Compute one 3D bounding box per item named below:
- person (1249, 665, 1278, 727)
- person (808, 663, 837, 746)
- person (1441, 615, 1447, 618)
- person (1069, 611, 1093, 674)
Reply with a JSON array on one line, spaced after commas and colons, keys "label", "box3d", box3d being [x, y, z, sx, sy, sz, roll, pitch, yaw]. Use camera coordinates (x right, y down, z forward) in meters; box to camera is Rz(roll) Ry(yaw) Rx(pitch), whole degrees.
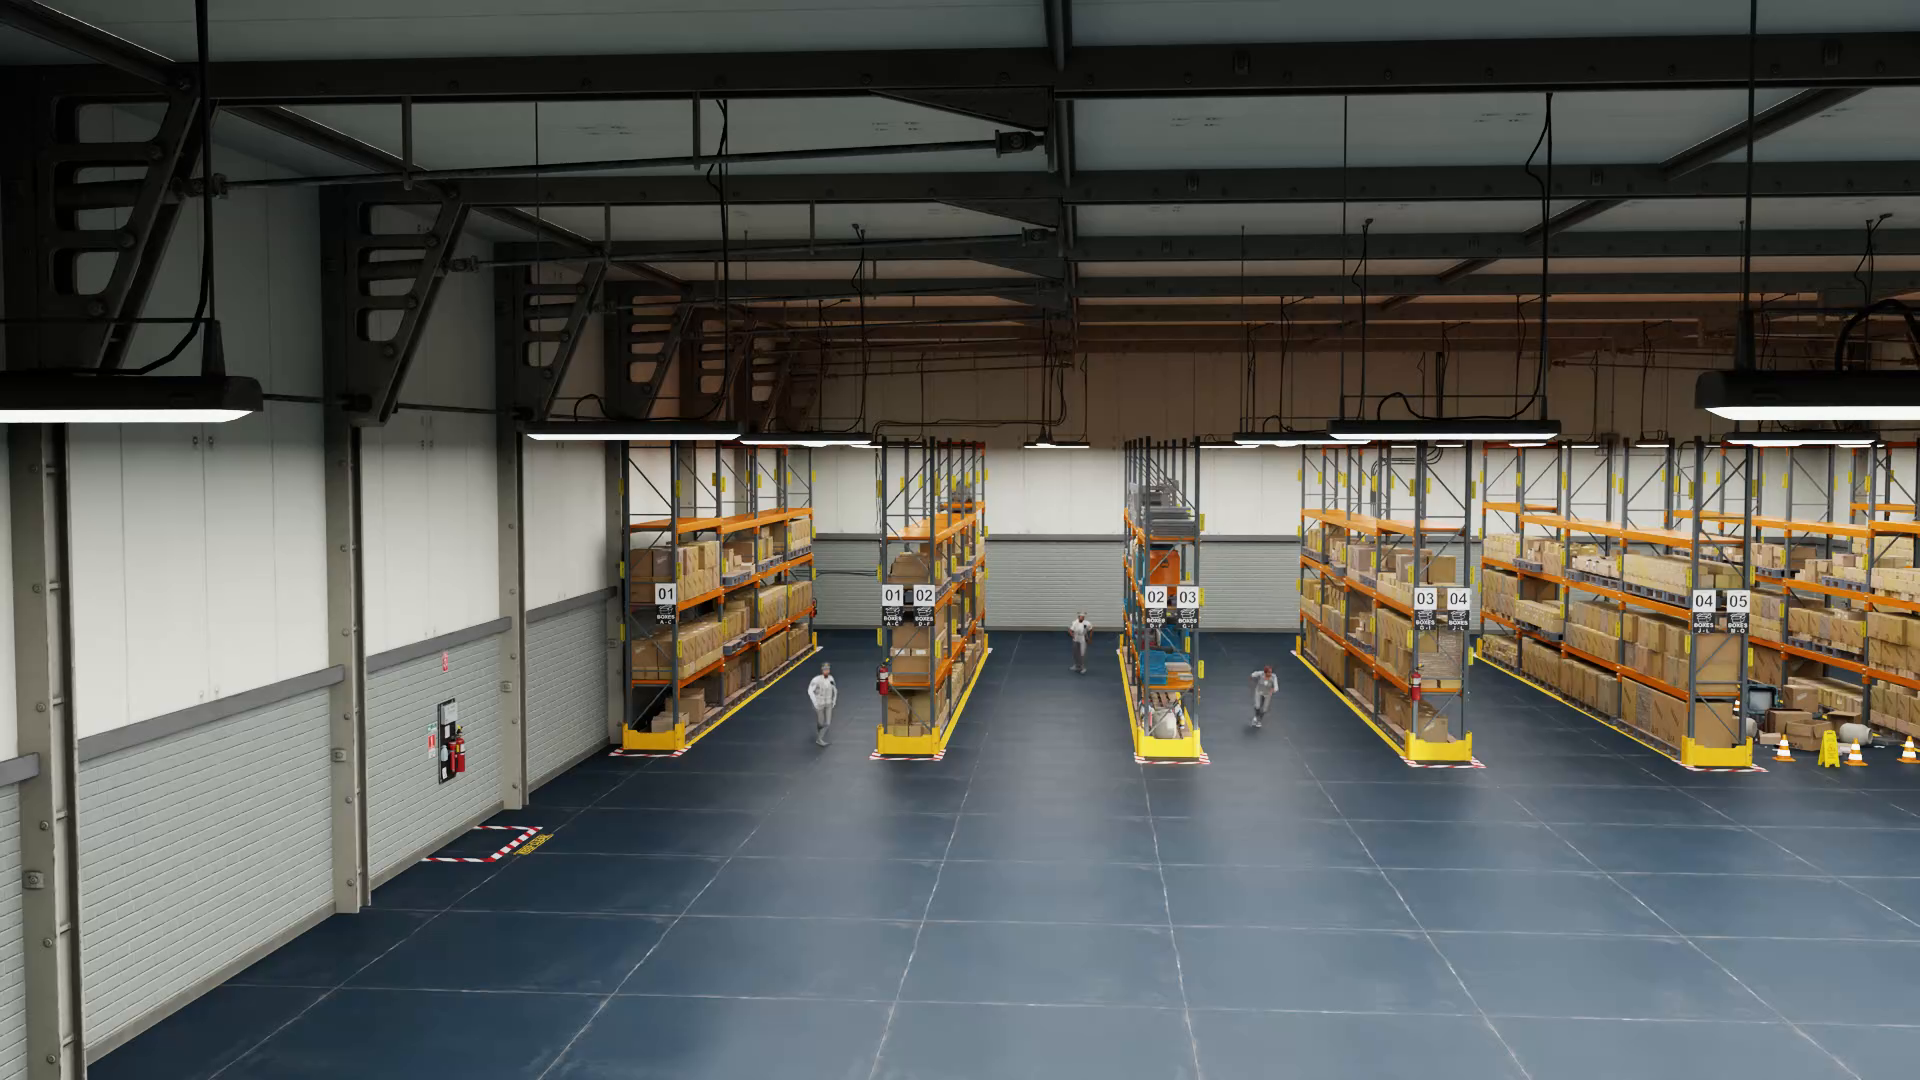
[{"label": "person", "box3d": [6.246, 3.206, 34.150, 0.545, 1.351, 0.912, 0, 3, 4]}, {"label": "person", "box3d": [-2.687, 3.182, 32.429, 0.618, 1.628, 0.522, -1, 3, -25]}, {"label": "person", "box3d": [13.247, 2.403, 46.098, 0.690, 1.807, 0.684, 1, 3, 20]}, {"label": "person", "box3d": [3.100, 2.634, 43.081, 0.659, 1.627, 0.828, 1, 3, 21]}]
